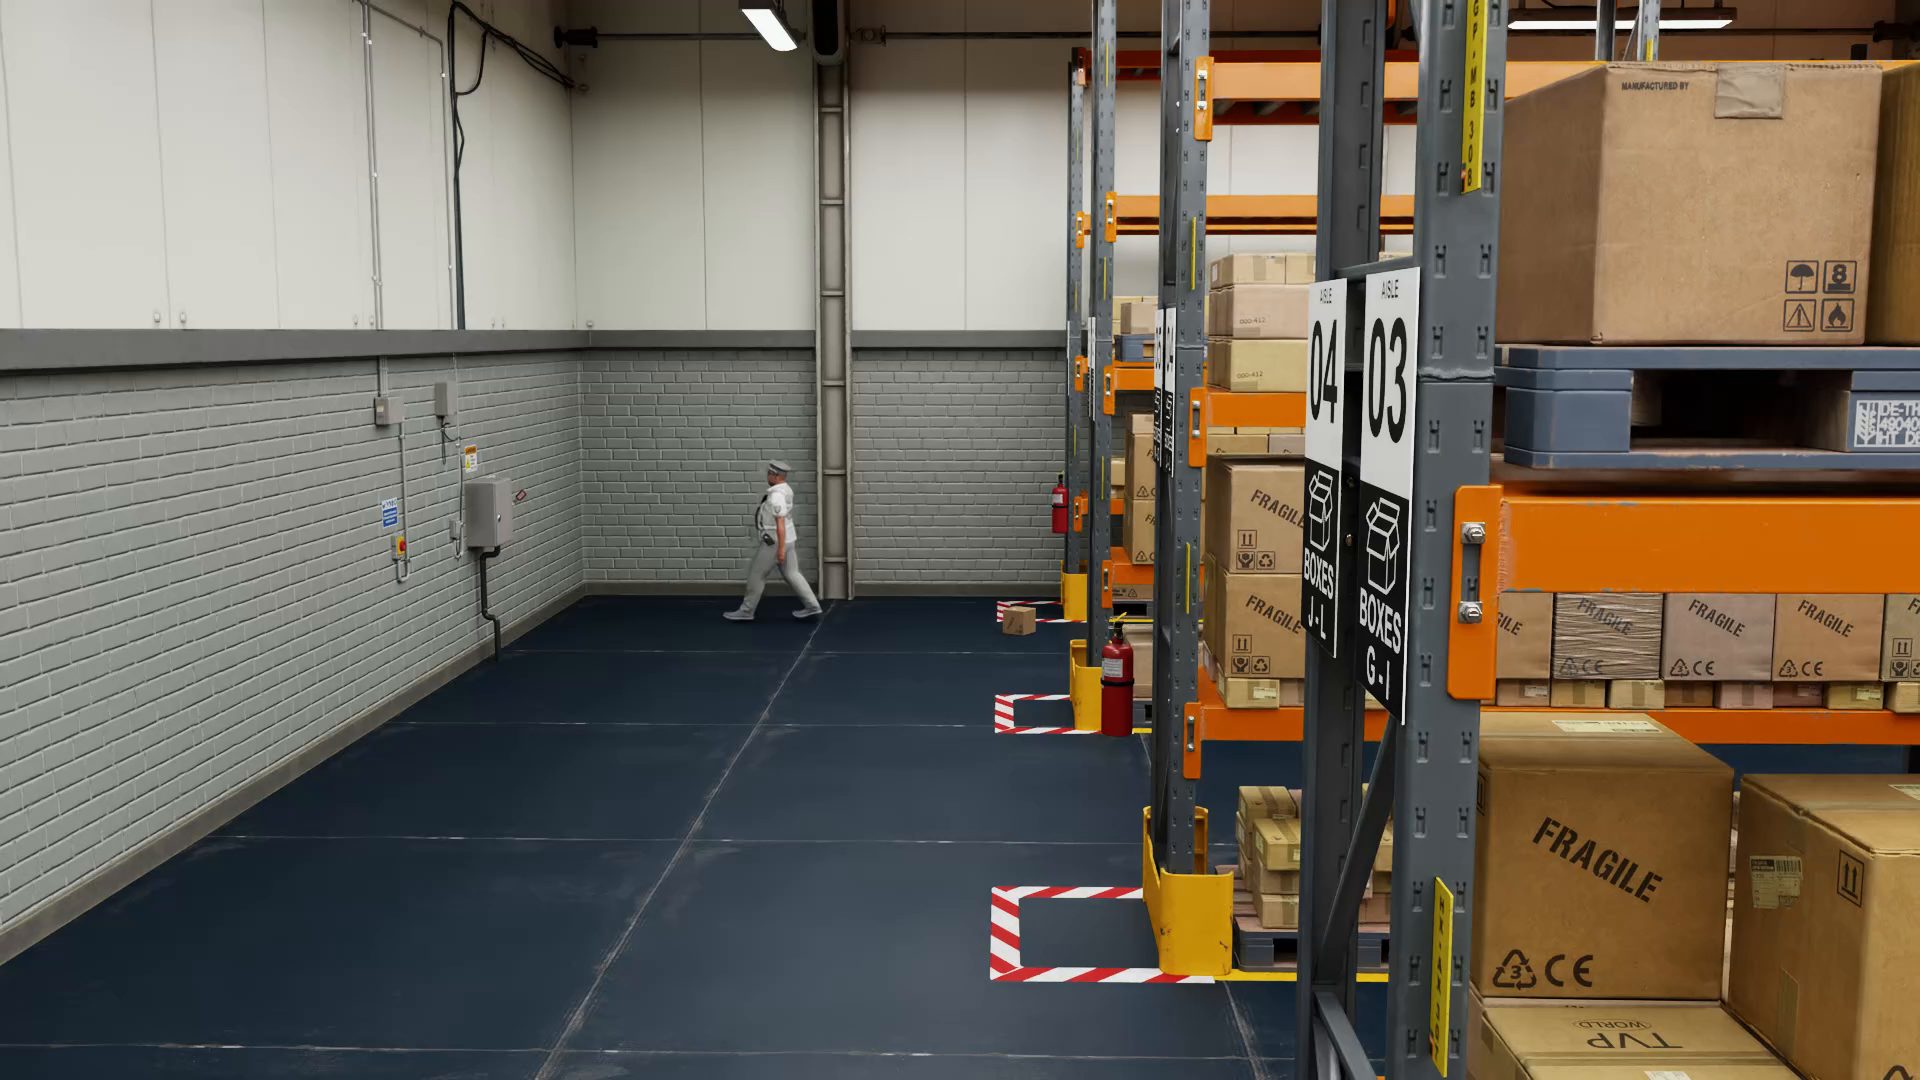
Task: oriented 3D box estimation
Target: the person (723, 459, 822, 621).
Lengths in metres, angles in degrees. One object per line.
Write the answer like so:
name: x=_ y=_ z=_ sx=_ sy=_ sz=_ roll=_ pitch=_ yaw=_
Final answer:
person: x=-1.991 y=-0.006 z=17.673 sx=1.040 sy=1.722 sz=0.564 roll=2 pitch=7 yaw=12
